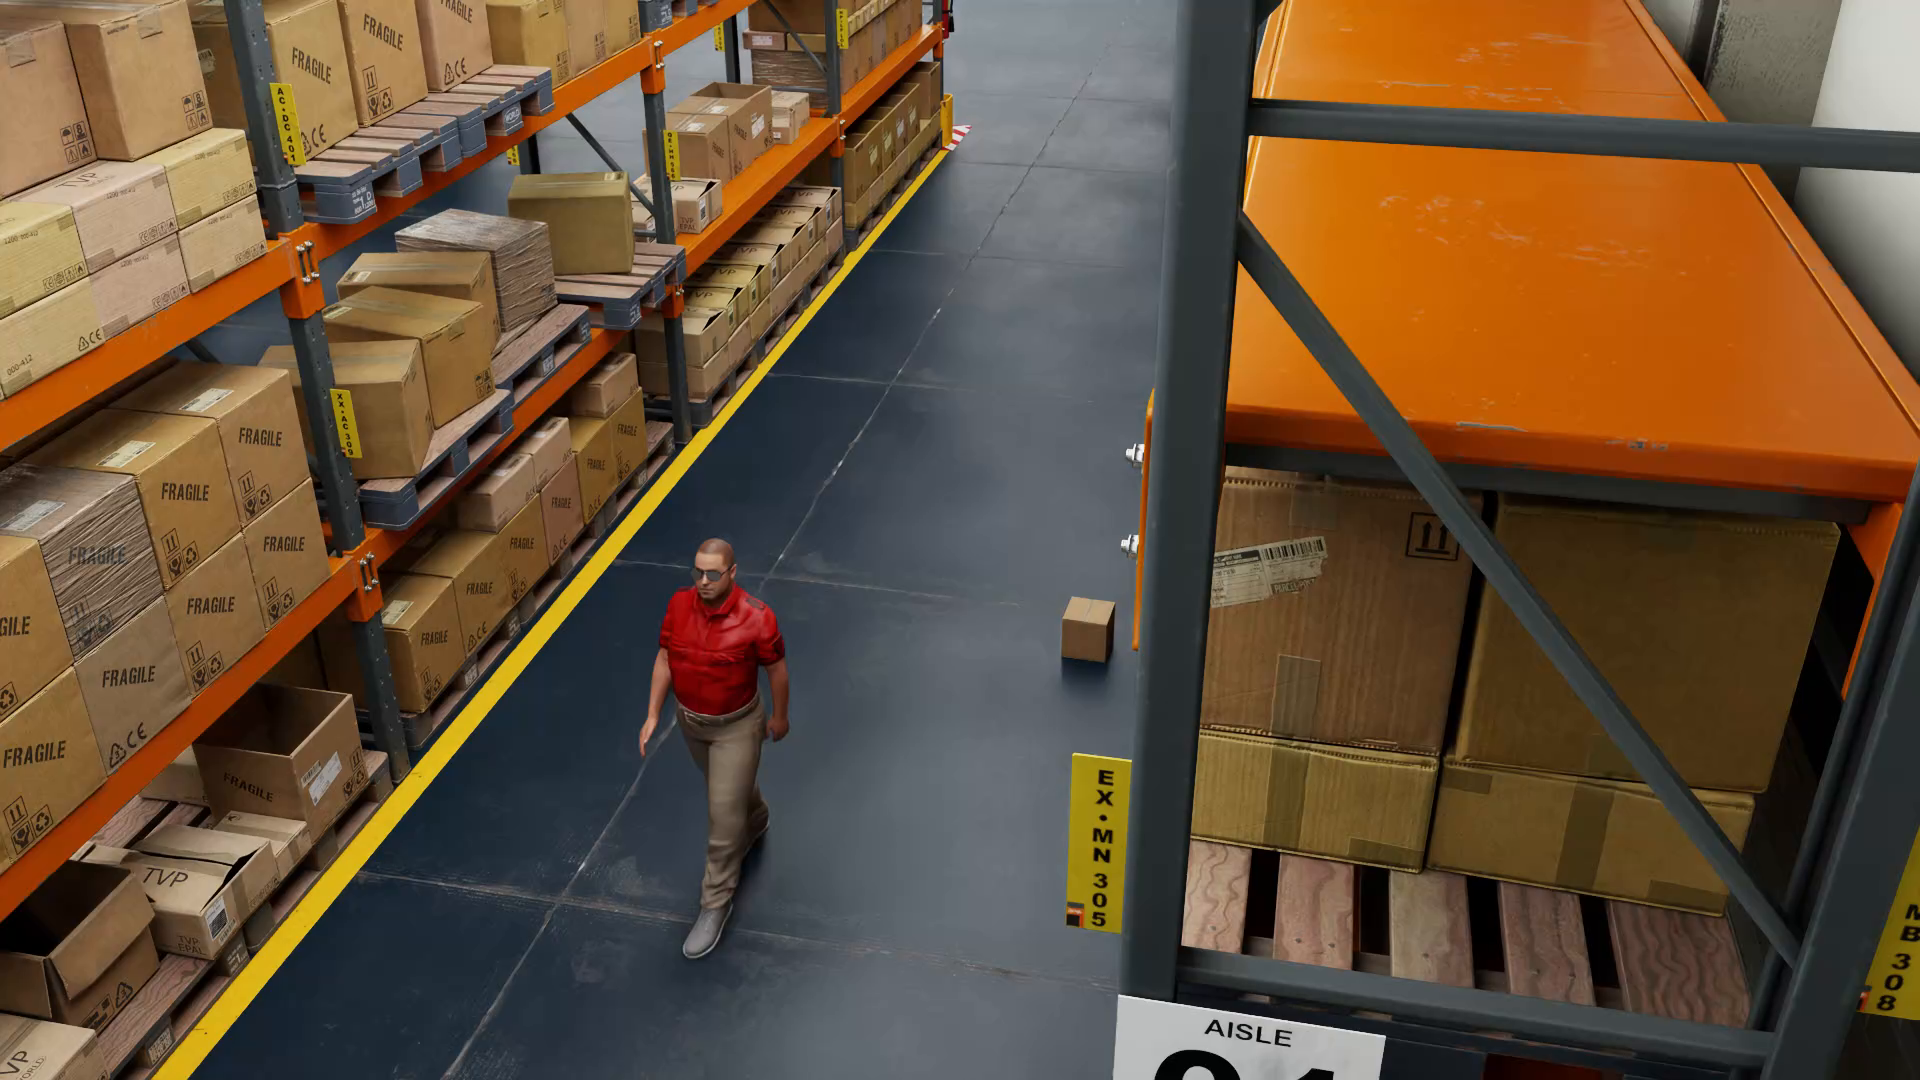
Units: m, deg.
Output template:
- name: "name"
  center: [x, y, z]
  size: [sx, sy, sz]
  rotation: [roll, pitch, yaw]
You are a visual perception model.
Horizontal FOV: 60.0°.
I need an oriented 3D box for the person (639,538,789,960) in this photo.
- name: "person"
  center: [-1.092, 0.823, 7.129]
  size: [0.534, 1.712, 0.896]
  rotation: [15, 32, 25]
